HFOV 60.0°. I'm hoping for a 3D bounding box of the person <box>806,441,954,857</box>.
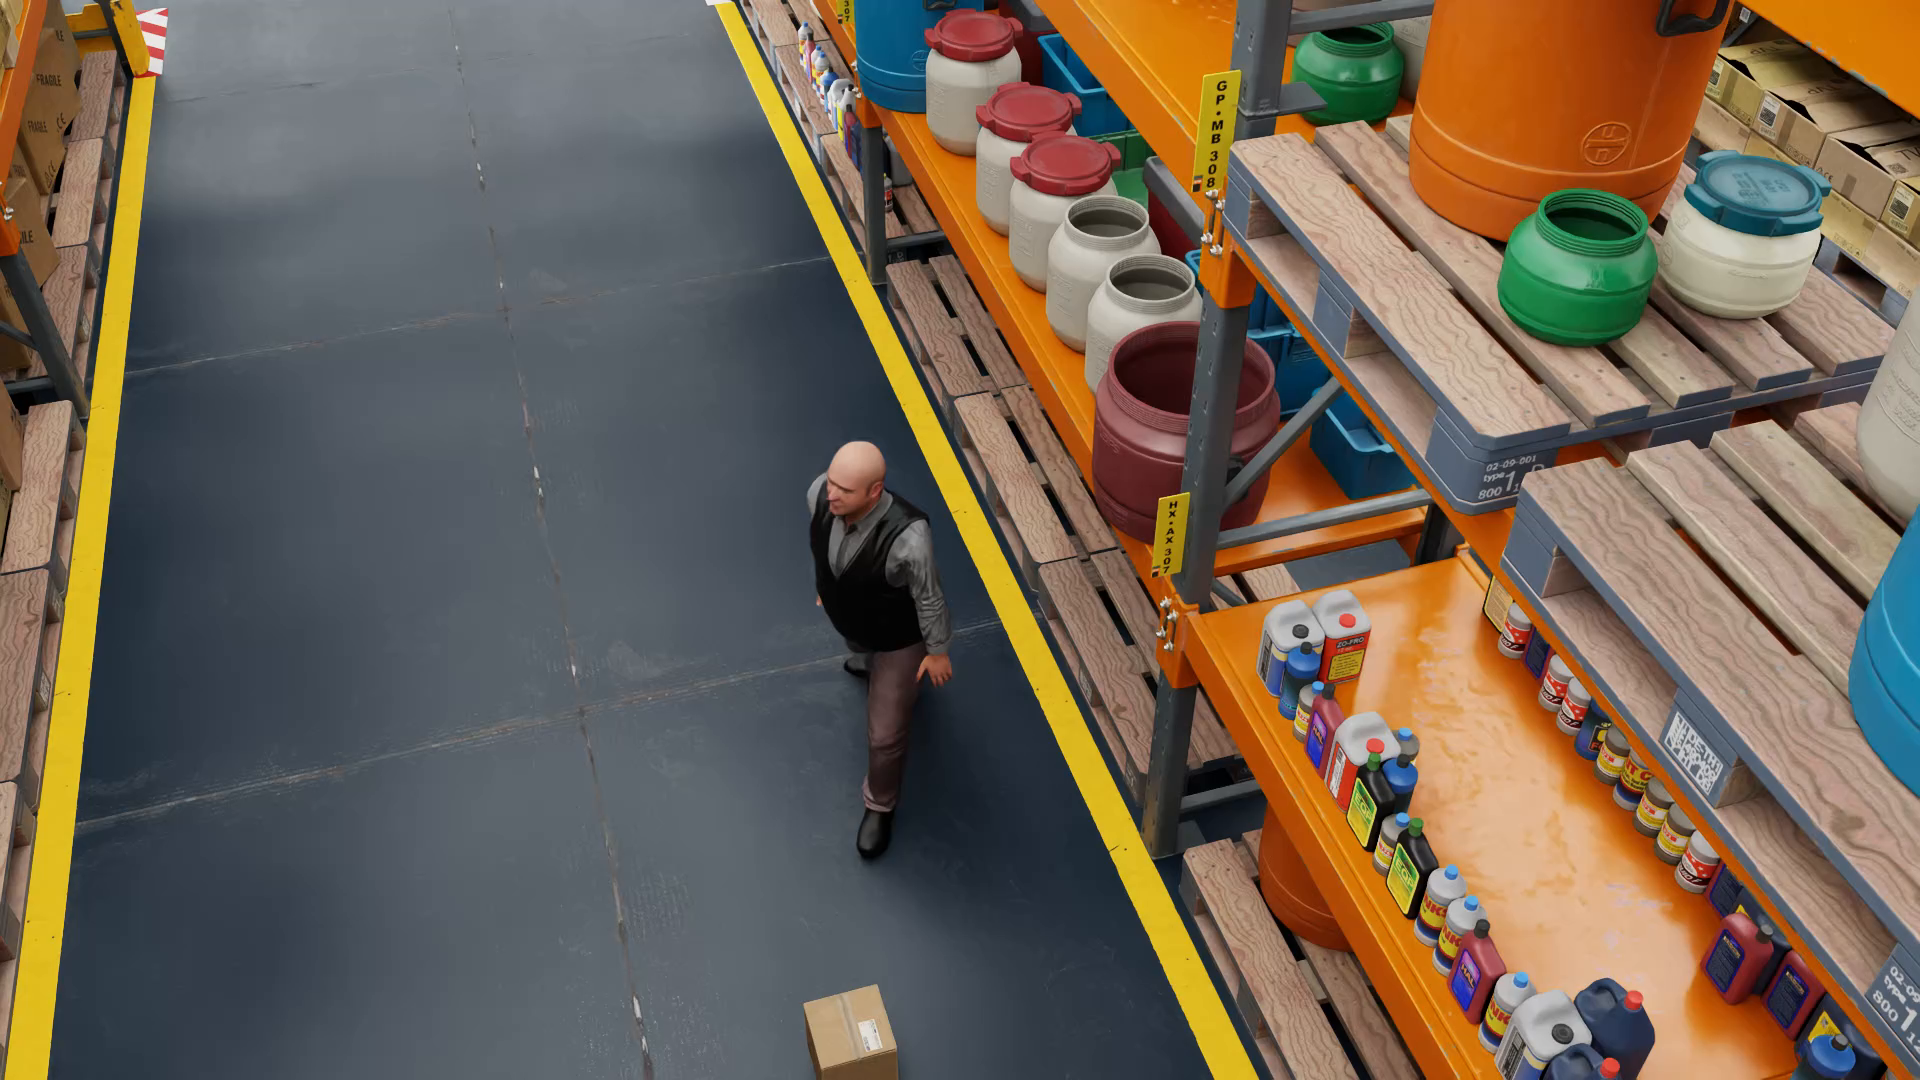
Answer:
[{"bbox_3d":[-0.306,0.216,5.964,0.770,1.673,0.890,28,49,27],"label":"person"}]
